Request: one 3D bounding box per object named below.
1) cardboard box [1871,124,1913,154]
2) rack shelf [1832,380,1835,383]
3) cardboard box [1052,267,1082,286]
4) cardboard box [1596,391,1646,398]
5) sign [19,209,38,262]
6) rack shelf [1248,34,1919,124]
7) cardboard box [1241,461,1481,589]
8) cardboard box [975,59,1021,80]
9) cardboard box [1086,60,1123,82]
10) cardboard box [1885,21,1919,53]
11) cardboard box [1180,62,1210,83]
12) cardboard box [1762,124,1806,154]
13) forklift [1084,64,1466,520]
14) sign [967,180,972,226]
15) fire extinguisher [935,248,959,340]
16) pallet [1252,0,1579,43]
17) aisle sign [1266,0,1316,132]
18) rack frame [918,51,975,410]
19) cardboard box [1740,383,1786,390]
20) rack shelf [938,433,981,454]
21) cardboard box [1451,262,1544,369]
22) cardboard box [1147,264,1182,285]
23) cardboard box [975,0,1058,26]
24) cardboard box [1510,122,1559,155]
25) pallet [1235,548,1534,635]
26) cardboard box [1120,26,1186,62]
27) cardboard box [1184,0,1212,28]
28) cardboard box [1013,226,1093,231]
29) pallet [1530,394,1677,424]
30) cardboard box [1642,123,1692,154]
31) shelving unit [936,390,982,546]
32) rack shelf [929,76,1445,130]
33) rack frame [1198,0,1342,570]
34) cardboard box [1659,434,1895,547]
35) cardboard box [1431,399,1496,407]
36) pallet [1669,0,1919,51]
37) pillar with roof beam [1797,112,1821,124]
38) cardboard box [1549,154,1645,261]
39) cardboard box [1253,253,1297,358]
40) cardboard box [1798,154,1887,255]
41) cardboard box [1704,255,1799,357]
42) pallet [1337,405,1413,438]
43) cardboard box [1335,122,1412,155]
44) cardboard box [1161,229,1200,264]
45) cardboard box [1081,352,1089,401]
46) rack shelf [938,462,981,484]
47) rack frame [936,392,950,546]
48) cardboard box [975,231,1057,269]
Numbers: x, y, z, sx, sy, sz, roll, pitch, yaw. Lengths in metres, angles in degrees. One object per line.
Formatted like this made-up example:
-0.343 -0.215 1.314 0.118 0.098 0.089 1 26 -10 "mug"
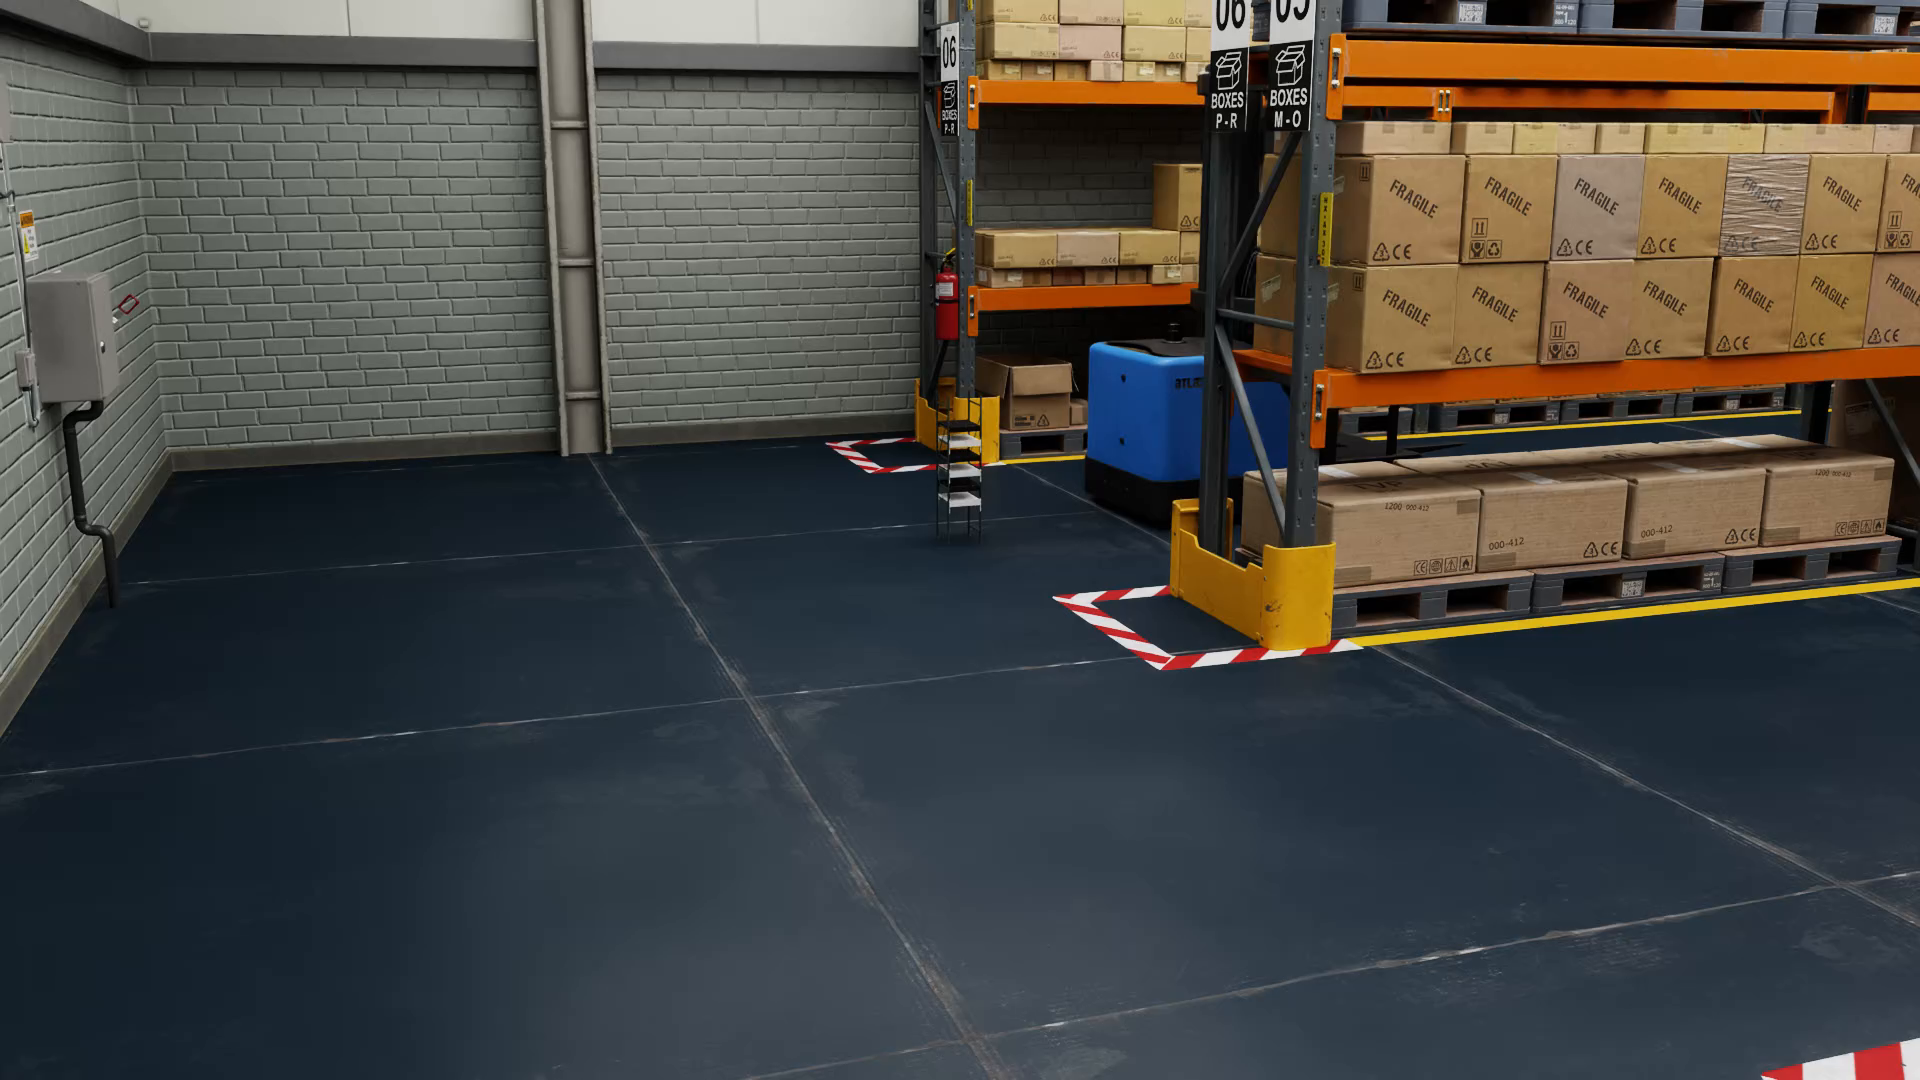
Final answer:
4.798 -2.126 8.820 0.250 0.149 0.380 -4 14 -17 "cardboard box"
7.169 -1.161 10.097 4.000 0.370 1.077 -4 14 -18 "rack shelf"
0.759 -2.055 12.841 0.250 0.149 0.380 -5 14 -19 "cardboard box"
5.686 -1.541 14.632 0.500 0.500 0.500 -5 14 -20 "cardboard box"
-4.565 -1.493 8.152 0.001 0.242 0.339 -4 14 -18 "sign"
3.377 -2.325 8.509 4.000 0.370 1.077 -4 14 -18 "rack shelf"
2.075 -0.097 8.697 0.875 0.438 0.875 -5 14 -20 "cardboard box"
0.271 -3.466 12.294 0.250 0.149 0.380 -4 14 -17 "cardboard box"
1.029 -3.502 12.446 0.250 0.149 0.380 -4 14 -17 "cardboard box"
8.242 -4.508 14.791 0.500 0.500 0.500 -4 14 -18 "cardboard box"
1.755 -3.558 12.680 0.250 0.149 0.380 -4 14 -18 "cardboard box"
4.099 -2.061 8.546 0.250 0.149 0.380 -5 14 -18 "cardboard box"
2.406 -1.721 11.044 3.031 2.935 1.130 -5 14 -22 "forklift"
0.068 -2.459 12.127 0.005 0.325 0.100 -4 14 -18 "sign"
-0.097 -1.825 12.308 0.183 0.674 0.296 -4 14 -18 "fire extinguisher"
2.182 -2.542 8.055 1.213 0.211 1.003 -4 14 -18 "pallet"
1.506 -2.264 7.562 0.004 0.787 0.394 -4 14 -18 "aisle sign"
-0.105 -2.157 12.728 0.127 3.000 1.000 -4 14 -18 "rack frame"
7.145 -1.657 15.121 0.500 0.500 0.500 -4 14 -16 "cardboard box"
-0.008 -0.580 10.002 0.200 0.077 0.258 -4 14 -18 "rack shelf"
2.499 -1.133 8.207 0.500 0.500 0.500 -5 14 -19 "cardboard box"
1.531 -2.083 12.960 0.250 0.149 0.380 -5 14 -20 "cardboard box"
0.396 -3.909 12.212 0.500 0.250 0.500 -5 14 -19 "cardboard box"
2.659 -1.937 8.025 0.250 0.149 0.380 -5 14 -20 "cardboard box"
2.215 0.212 8.795 1.213 0.211 1.003 -4 14 -18 "pallet"
1.367 -3.738 12.573 0.500 0.250 0.500 -5 14 -20 "cardboard box"
1.836 -4.022 12.688 0.500 0.250 0.500 -4 14 -17 "cardboard box"
0.736 -2.358 13.257 0.500 0.250 0.500 -4 14 -18 "cardboard box"
5.603 -1.255 14.961 1.213 0.211 1.003 -4 14 -18 "pallet"
3.390 -1.990 8.247 0.250 0.149 0.380 -5 14 -19 "cardboard box"
-0.008 -0.437 10.036 0.210 0.900 0.258 -4 14 -18 "shelving unit"
1.791 -3.414 13.084 4.000 0.370 1.077 -4 14 -18 "rack shelf"
1.482 -1.068 8.152 0.127 3.000 1.000 -4 14 -18 "rack frame"
4.644 -0.299 9.545 0.875 0.438 0.875 -5 14 -19 "cardboard box"
4.217 -1.427 14.152 0.500 0.500 0.500 -4 14 -16 "cardboard box"
4.494 -2.722 8.812 1.213 0.211 1.003 -4 14 -18 "pallet"
9.799 -5.015 11.782 0.400 9.000 9.100 -4 14 -18 "pillar with roof beam"
3.001 -1.656 8.245 0.500 0.500 0.500 -5 14 -18 "cardboard box"
1.855 -1.211 8.534 0.500 0.500 0.500 -4 14 -18 "cardboard box"
4.430 -1.768 8.715 0.500 0.500 0.500 -5 14 -19 "cardboard box"
3.957 -1.242 8.668 0.500 0.500 0.500 -5 14 -19 "cardboard box"
3.035 -1.045 14.079 1.213 0.211 1.003 -4 14 -18 "pallet"
1.907 -1.884 7.805 0.250 0.149 0.380 -4 14 -17 "cardboard box"
1.846 -2.321 13.098 0.500 0.250 0.500 -5 14 -20 "cardboard box"
1.328 -1.224 13.300 0.500 0.500 0.700 -4 14 -16 "cardboard box"
-0.008 -0.405 10.044 0.200 0.077 0.258 -4 14 -18 "rack shelf"
-0.104 -0.430 10.005 0.006 0.900 0.240 -4 14 -18 "rack frame"
0.411 -2.203 12.603 0.500 0.250 0.500 -4 14 -18 "cardboard box"
